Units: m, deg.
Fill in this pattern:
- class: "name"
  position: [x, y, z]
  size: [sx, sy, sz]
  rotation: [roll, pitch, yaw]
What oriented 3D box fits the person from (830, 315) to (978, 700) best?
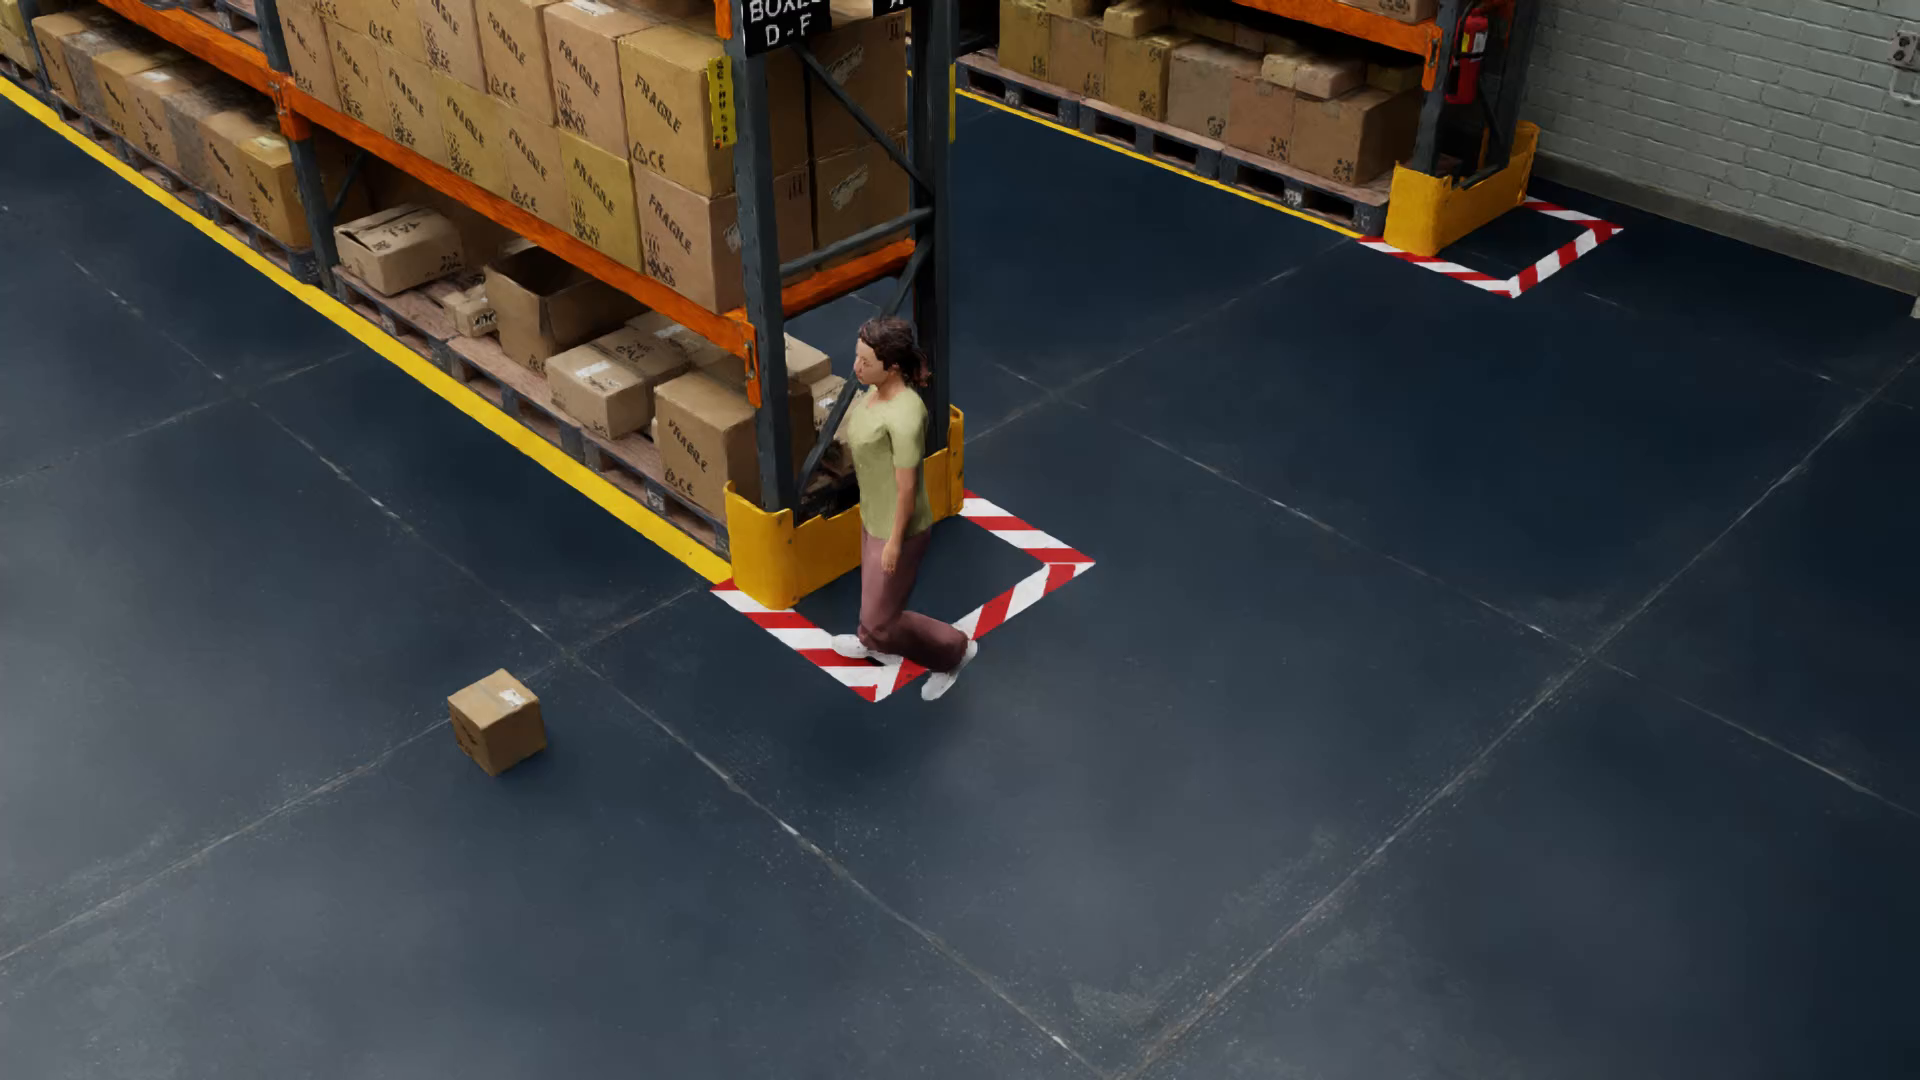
- class: "person"
  position: [-0.217, -0.103, 6.259]
  size: [0.525, 1.667, 0.615]
  rotation: [-8, 36, -11]
